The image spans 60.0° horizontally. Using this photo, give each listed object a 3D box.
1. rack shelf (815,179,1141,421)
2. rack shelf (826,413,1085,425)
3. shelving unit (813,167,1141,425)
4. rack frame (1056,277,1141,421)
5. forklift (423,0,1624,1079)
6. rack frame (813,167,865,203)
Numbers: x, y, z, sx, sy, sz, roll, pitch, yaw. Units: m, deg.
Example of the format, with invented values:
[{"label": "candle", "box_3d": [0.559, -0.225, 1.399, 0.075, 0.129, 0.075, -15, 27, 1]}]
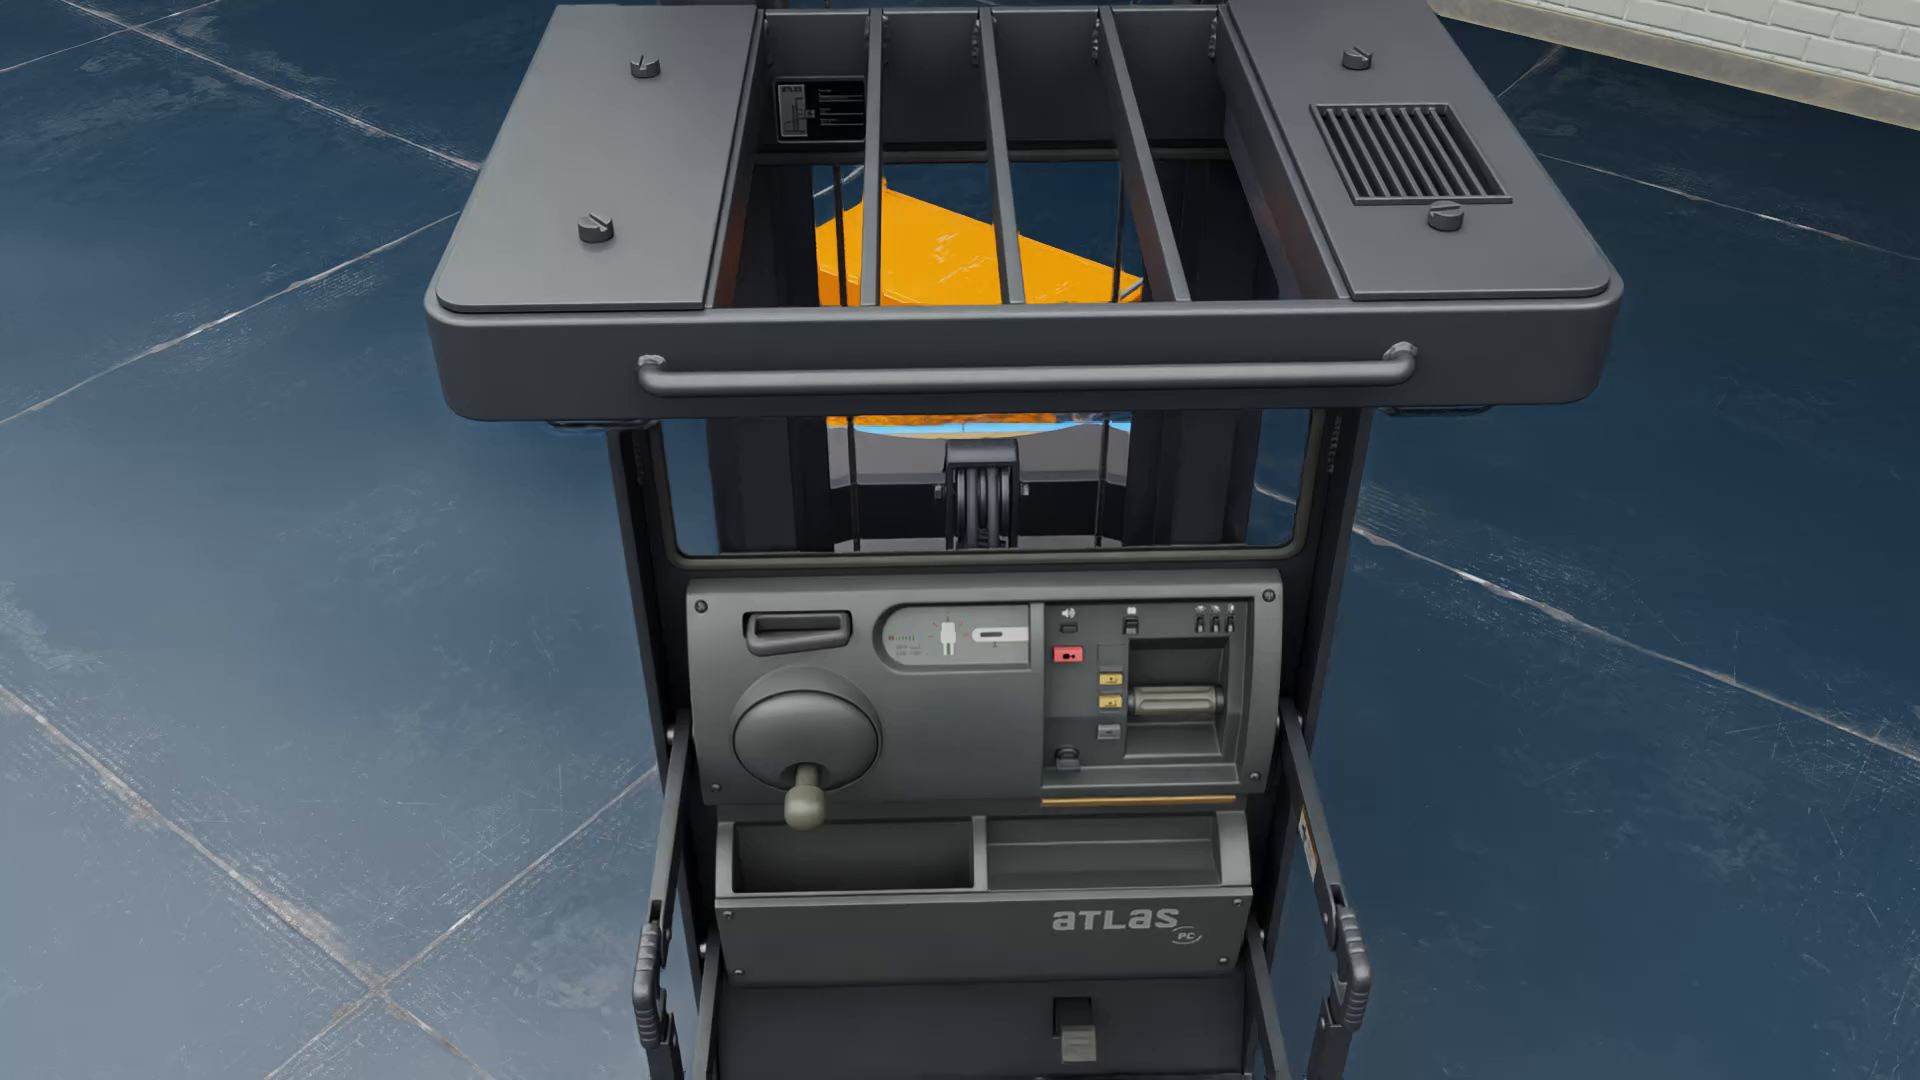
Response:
[{"label": "rack shelf", "box_3d": [0.005, -0.671, 4.720, 1.000, 0.278, 0.538, 25, 45, 29]}, {"label": "rack shelf", "box_3d": [0.005, -0.248, 5.051, 1.000, 0.278, 0.538, 25, 45, 29]}, {"label": "shelving unit", "box_3d": [0.005, -0.440, 4.900, 1.048, 1.125, 0.538, 25, 45, 29]}, {"label": "rack frame", "box_3d": [0.409, -0.250, 4.657, 0.032, 1.125, 0.500, 25, 45, 29]}, {"label": "forklift", "box_3d": [0.050, 0.323, 2.459, 1.130, 2.935, 3.031, -1, 38, -1]}, {"label": "rack frame", "box_3d": [-0.398, -0.631, 5.143, 0.032, 1.125, 0.500, 25, 45, 29]}]
